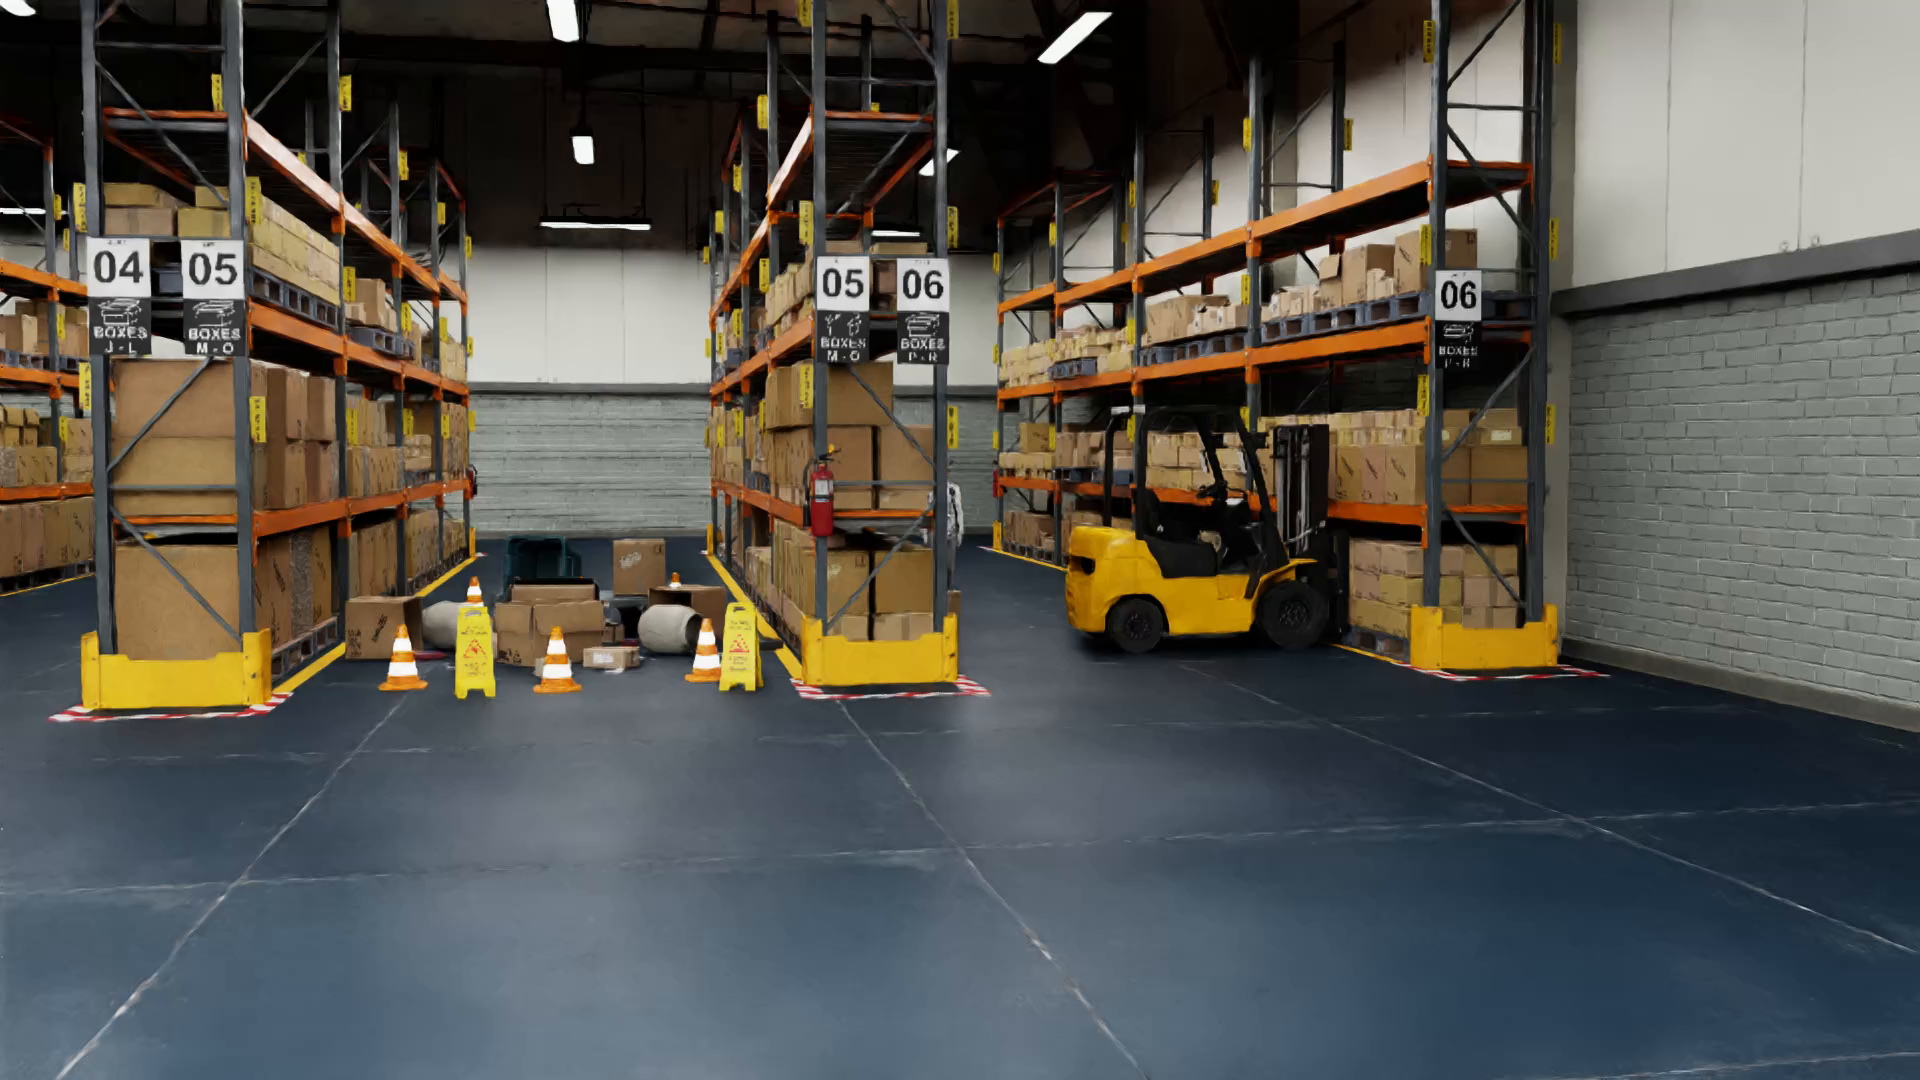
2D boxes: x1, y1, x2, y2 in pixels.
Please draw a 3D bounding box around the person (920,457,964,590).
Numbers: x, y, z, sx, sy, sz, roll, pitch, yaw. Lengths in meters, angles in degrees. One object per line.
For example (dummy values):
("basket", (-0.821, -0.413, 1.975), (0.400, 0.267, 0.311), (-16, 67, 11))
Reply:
("person", (-0.195, -0.074, 18.260), (0.489, 1.689, 0.374), (0, 3, -8))
